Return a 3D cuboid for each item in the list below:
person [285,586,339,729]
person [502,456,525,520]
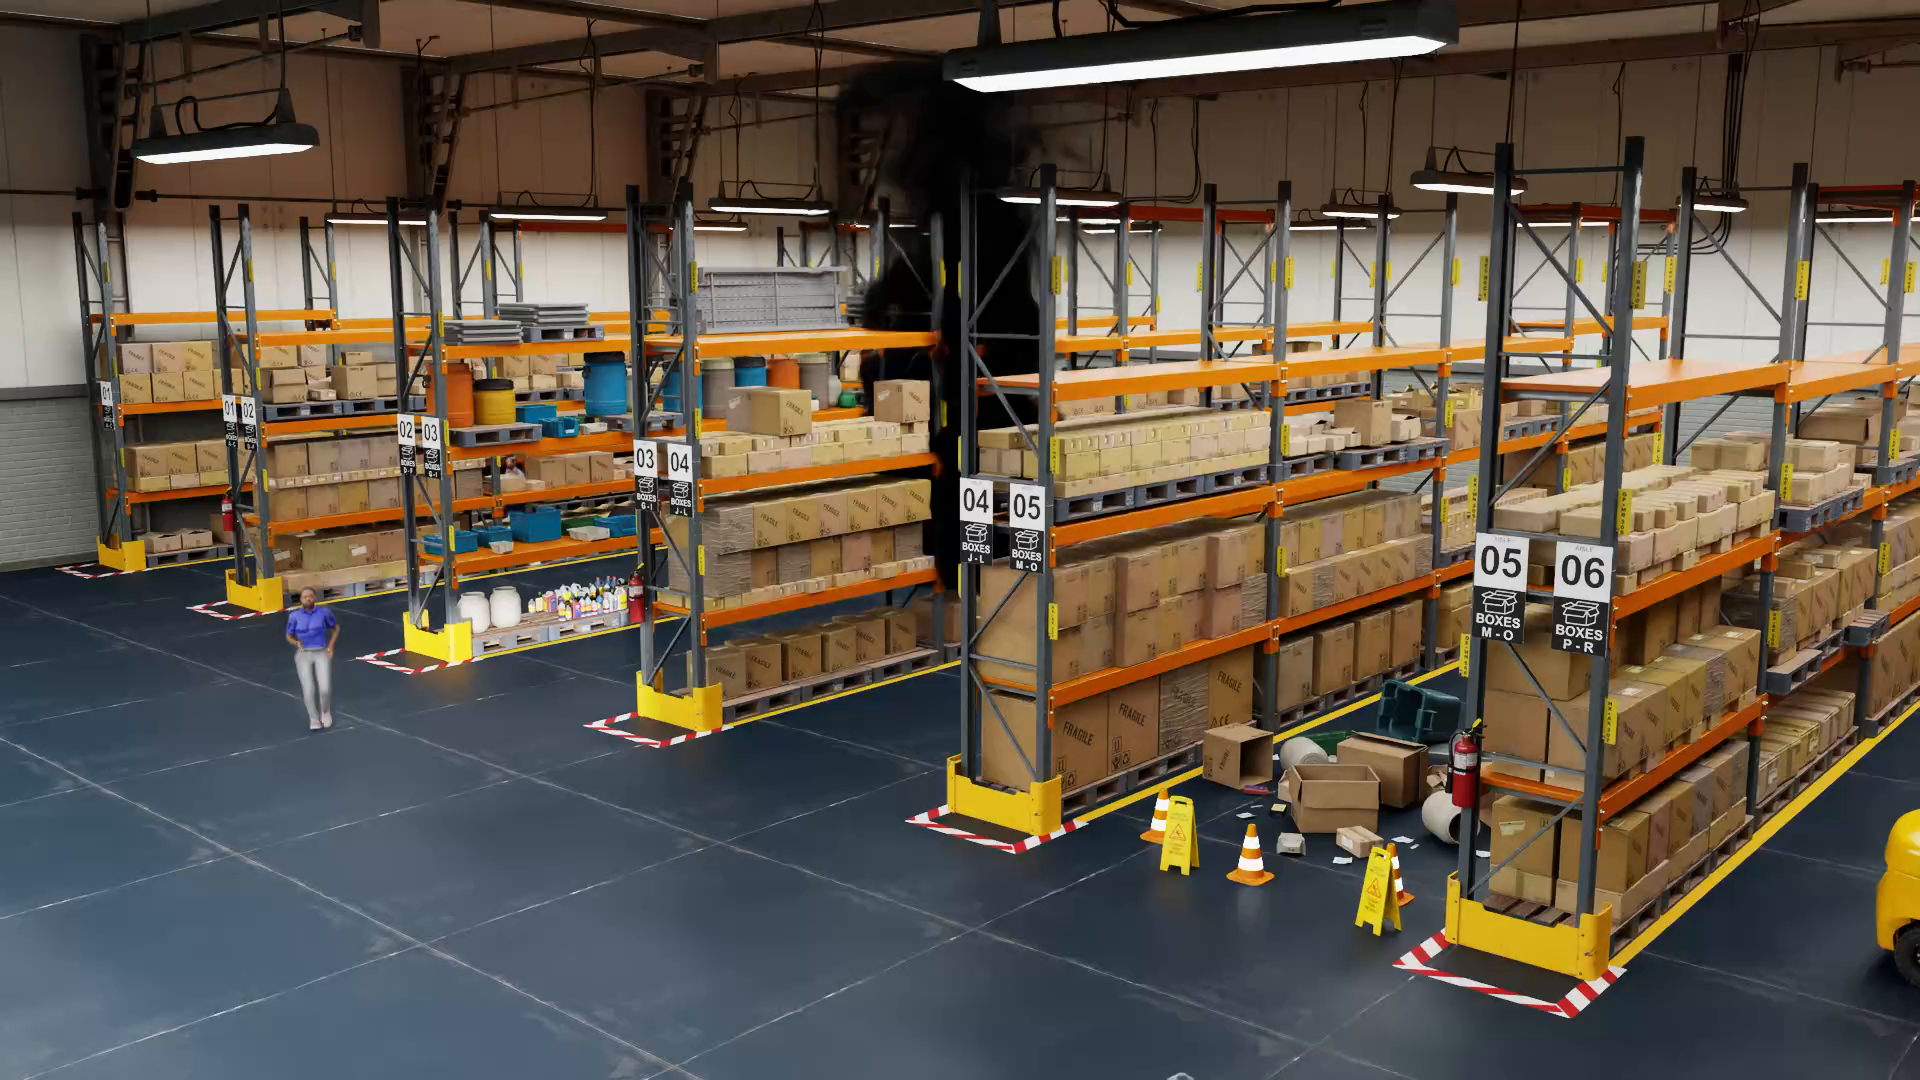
[{"bbox_3d":[-7.145,1.324,18.392,0.563,1.619,0.572,-3,10,-20],"label":"person"},{"bbox_3d":[-8.395,-0.775,31.133,0.592,1.585,0.588,6,11,33],"label":"person"}]
